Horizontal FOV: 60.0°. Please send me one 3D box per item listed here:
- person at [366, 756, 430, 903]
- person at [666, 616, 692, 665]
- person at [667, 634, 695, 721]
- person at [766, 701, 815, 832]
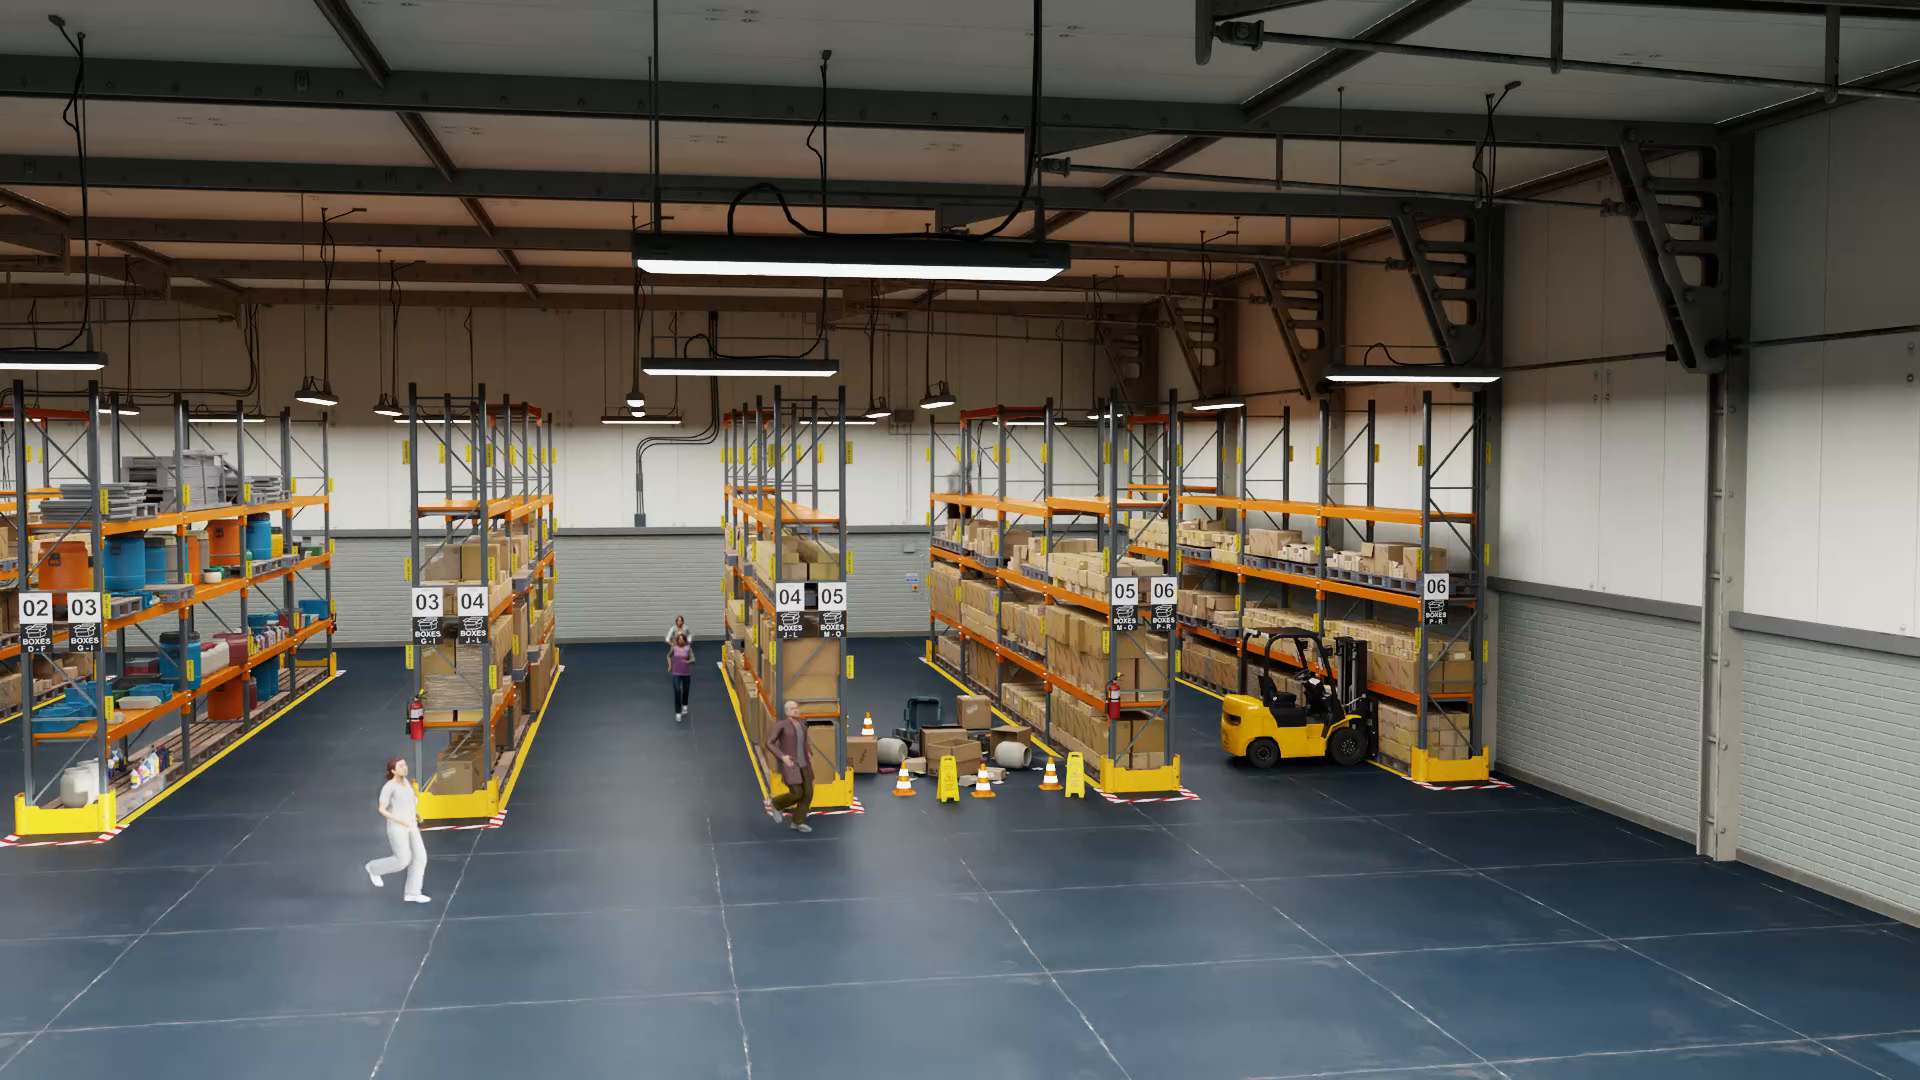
[{"bbox_3d":[-6.306,3.245,18.722,0.791,1.632,0.580,1,3,19],"label":"person"},{"bbox_3d":[-6.055,2.410,35.824,0.566,1.587,0.828,-1,3,-16],"label":"person"},{"bbox_3d":[-5.298,2.579,31.612,0.526,1.608,0.844,-1,3,-10],"label":"person"},{"bbox_3d":[-2.252,3.015,22.235,0.680,1.734,0.729,3,4,41],"label":"person"}]
